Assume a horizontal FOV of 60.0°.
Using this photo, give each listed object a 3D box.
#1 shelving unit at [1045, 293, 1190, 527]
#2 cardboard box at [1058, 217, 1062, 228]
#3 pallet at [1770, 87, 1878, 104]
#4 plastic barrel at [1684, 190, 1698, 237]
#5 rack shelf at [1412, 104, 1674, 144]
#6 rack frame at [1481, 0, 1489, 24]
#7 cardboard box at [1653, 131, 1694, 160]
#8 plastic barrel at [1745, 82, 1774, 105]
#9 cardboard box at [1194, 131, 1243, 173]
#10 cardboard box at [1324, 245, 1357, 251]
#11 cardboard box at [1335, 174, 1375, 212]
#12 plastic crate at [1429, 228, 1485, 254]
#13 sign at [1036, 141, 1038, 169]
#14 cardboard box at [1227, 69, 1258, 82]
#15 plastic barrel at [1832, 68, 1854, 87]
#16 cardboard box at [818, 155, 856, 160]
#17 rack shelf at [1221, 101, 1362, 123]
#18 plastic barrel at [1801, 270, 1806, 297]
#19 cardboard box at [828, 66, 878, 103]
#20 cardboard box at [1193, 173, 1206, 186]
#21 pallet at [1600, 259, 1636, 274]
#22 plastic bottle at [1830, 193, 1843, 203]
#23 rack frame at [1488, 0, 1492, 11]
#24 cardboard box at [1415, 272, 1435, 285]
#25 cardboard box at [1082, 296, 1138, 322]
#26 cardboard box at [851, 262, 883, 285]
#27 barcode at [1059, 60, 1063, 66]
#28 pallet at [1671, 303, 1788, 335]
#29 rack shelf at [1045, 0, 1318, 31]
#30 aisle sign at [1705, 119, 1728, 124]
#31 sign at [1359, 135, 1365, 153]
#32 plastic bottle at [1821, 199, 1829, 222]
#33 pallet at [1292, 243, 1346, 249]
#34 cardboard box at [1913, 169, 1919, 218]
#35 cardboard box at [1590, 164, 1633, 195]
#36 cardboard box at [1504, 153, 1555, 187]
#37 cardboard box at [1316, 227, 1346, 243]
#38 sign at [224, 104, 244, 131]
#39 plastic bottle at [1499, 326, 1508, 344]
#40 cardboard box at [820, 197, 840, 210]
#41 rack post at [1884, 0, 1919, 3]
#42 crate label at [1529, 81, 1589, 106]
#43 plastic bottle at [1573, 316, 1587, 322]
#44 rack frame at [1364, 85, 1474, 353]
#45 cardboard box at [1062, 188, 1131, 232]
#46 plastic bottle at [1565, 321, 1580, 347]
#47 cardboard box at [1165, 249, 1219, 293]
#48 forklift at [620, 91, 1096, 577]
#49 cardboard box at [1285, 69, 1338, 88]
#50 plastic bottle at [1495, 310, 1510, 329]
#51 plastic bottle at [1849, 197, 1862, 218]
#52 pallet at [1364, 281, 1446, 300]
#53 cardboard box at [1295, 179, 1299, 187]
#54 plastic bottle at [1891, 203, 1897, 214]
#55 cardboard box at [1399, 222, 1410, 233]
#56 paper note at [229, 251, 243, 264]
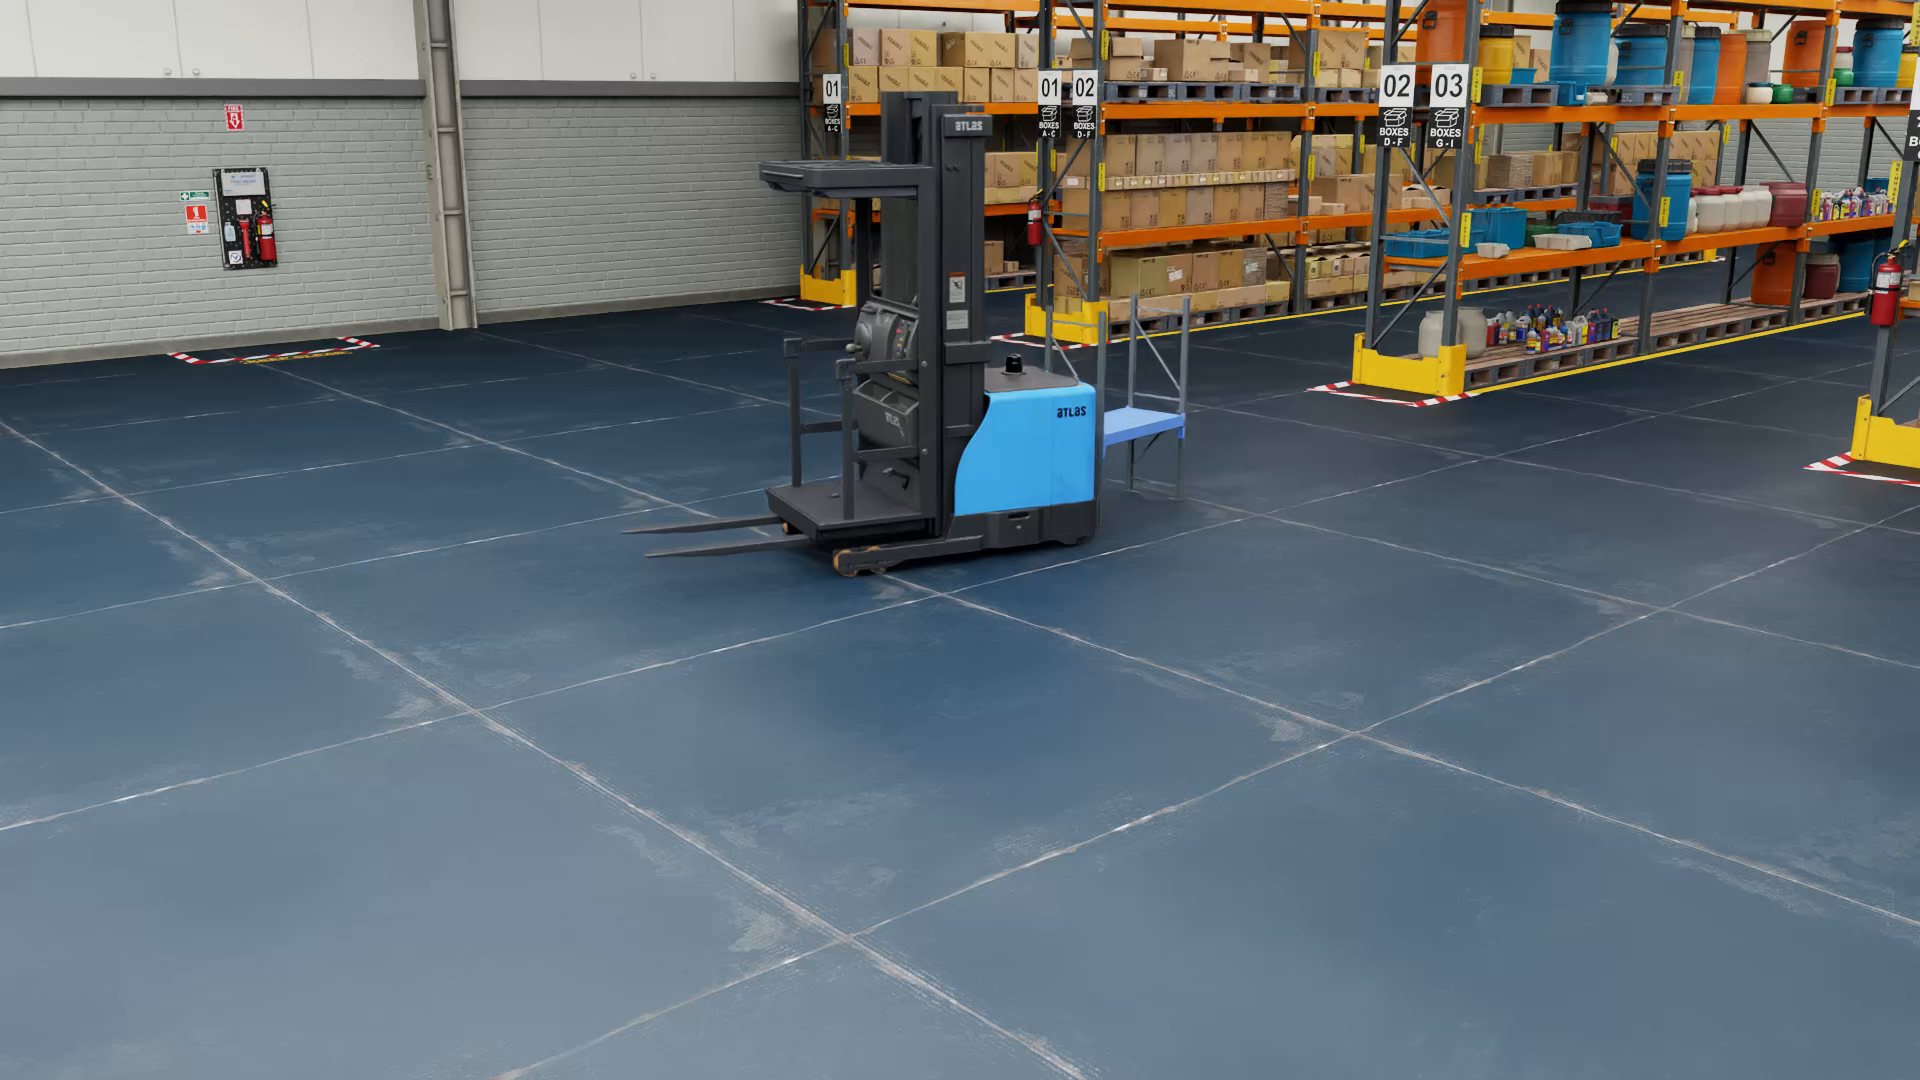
[{"bbox_3d":[1.124,-0.957,11.925,0.538,1.500,1.048,13,20,39],"label":"shelving unit"},{"bbox_3d":[1.961,-5.175,27.349,0.500,0.250,0.500,-13,20,-41],"label":"cardboard box"},{"bbox_3d":[11.249,-5.822,21.787,1.213,0.211,1.003,-13,19,-39],"label":"pallet"},{"bbox_3d":[8.456,-3.861,19.628,0.433,0.535,0.433,0,15,0],"label":"plastic barrel"},{"bbox_3d":[6.081,-4.439,17.636,4.000,0.370,1.077,-13,19,-39],"label":"rack shelf"},{"bbox_3d":[7.359,-8.217,24.574,0.127,3.000,1.000,-13,19,-39],"label":"rack frame"},{"bbox_3d":[12.470,-6.902,29.144,0.500,0.500,0.500,-12,19,-38],"label":"cardboard box"},{"bbox_3d":[9.802,-5.475,20.390,0.301,0.262,0.301,0,15,0],"label":"plastic barrel"},{"bbox_3d":[3.252,-5.069,21.707,0.500,0.500,0.700,-13,20,-39],"label":"cardboard box"},{"bbox_3d":[5.607,-4.169,24.471,0.500,0.311,0.500,-13,20,-40],"label":"cardboard box"},{"bbox_3d":[5.707,-4.990,23.926,0.500,0.500,0.500,-13,19,-39],"label":"cardboard box"},{"bbox_3d":[5.247,-3.178,17.625,0.408,0.251,0.499,-13,19,-39],"label":"plastic crate"},{"bbox_3d":[0.978,-4.745,20.499,0.005,0.325,0.100,-13,19,-39],"label":"sign"},{"bbox_3d":[3.611,-5.982,21.420,0.250,0.149,0.380,-13,19,-39],"label":"cardboard box"},{"bbox_3d":[11.558,-6.065,21.819,0.294,0.245,0.294,0,15,0],"label":"plastic barrel"},{"bbox_3d":[-1.715,-5.348,24.257,0.500,0.500,0.500,-13,20,-40],"label":"cardboard box"},{"bbox_3d":[5.613,-7.723,29.931,4.000,0.370,1.077,-13,19,-39],"label":"rack shelf"},{"bbox_3d":[11.333,-3.554,22.749,0.421,0.512,0.421,0,15,0],"label":"plastic barrel"},{"bbox_3d":[-1.514,-6.442,23.510,0.500,0.500,0.500,-12,19,-38],"label":"cardboard box"},{"bbox_3d":[2.921,-4.610,21.244,0.250,0.149,0.380,-12,19,-39],"label":"cardboard box"},{"bbox_3d":[10.895,-4.765,28.680,1.213,0.211,1.003,-13,19,-39],"label":"pallet"},{"bbox_3d":[12.427,-4.780,23.575,0.135,0.276,0.152,-13,19,-39],"label":"plastic bottle"},{"bbox_3d":[10.139,-10.536,33.256,0.127,3.000,1.000,-13,19,-39],"label":"rack frame"},{"bbox_3d":[6.736,-3.968,24.808,0.500,0.250,0.500,-13,20,-40],"label":"cardboard box"},{"bbox_3d":[1.874,-2.885,20.753,0.500,0.250,0.500,-13,19,-39],"label":"cardboard box"},{"bbox_3d":[-1.350,-3.940,24.546,0.500,0.311,0.500,13,20,41],"label":"cardboard box"},{"bbox_3d":[1.235,-5.838,20.356,0.075,0.075,0.001,-13,19,-39],"label":"barcode"},{"bbox_3d":[9.998,-2.883,21.633,1.213,0.211,1.003,-13,19,-39],"label":"pallet"},{"bbox_3d":[2.833,-6.660,20.913,4.000,0.370,1.077,-13,19,-39],"label":"rack shelf"},{"bbox_3d":[13.647,-7.882,29.907,0.004,0.787,0.394,-13,19,-39],"label":"aisle sign"},{"bbox_3d":[7.485,-7.377,30.965,0.005,0.325,0.100,-13,19,-39],"label":"sign"},{"bbox_3d":[11.424,-4.354,21.965,0.133,0.283,0.061,-13,19,-39],"label":"plastic bottle"},{"bbox_3d":[6.589,-5.467,31.309,1.213,0.211,1.003,-13,19,-39],"label":"pallet"},{"bbox_3d":[8.077,-2.850,13.401,0.500,0.500,0.500,-13,19,-39],"label":"cardboard box"},{"bbox_3d":[10.940,-6.078,27.997,0.500,0.500,0.500,-12,19,-38],"label":"cardboard box"},{"bbox_3d":[9.084,-5.936,26.653,0.700,0.500,0.500,10,18,33],"label":"cardboard box"},{"bbox_3d":[6.717,-5.989,31.210,0.750,0.750,0.750,-12,19,-39],"label":"cardboard box"},{"bbox_3d":[-8.458,-4.924,19.381,0.199,0.298,0.001,-13,19,-39],"label":"sign"},{"bbox_3d":[6.079,-2.295,18.600,0.097,0.201,0.097,0,15,0],"label":"plastic bottle"},{"bbox_3d":[-1.705,-4.981,24.337,0.500,0.250,0.500,-12,19,-39],"label":"cardboard box"},{"bbox_3d":[12.182,-7.320,22.187,0.954,0.300,0.937,-10,18,-33],"label":"rack post"},{"bbox_3d":[6.202,-4.628,17.241,0.408,0.251,0.502,-13,19,-39],"label":"crate label"},{"bbox_3d":[7.033,-2.399,18.846,0.135,0.276,0.152,-13,19,-39],"label":"plastic bottle"},{"bbox_3d":[4.573,-2.998,16.662,0.127,3.000,1.000,-13,19,-39],"label":"rack frame"},{"bbox_3d":[1.684,-4.088,20.549,0.500,0.500,0.700,-13,19,-39],"label":"cardboard box"},{"bbox_3d":[6.780,-2.293,18.449,0.135,0.276,0.152,-12,19,-38],"label":"plastic bottle"},{"bbox_3d":[3.008,-3.501,21.606,0.500,0.500,0.500,-13,19,-39],"label":"cardboard box"},{"bbox_3d":[-0.654,-1.342,10.596,3.031,2.935,1.130,-7,16,-24],"label":"forklift"},{"bbox_3d":[4.813,-6.323,22.774,0.500,0.250,0.500,-10,18,-34],"label":"cardboard box"},{"bbox_3d":[6.105,-2.417,18.767,0.185,0.351,0.144,-12,19,-37],"label":"plastic bottle"},{"bbox_3d":[12.193,-4.539,22.670,0.135,0.276,0.152,-13,19,-39],"label":"plastic bottle"},{"bbox_3d":[6.712,-3.839,25.215,1.213,0.211,1.003,-13,19,-39],"label":"pallet"},{"bbox_3d":[6.065,-6.529,30.329,0.250,0.149,0.380,-13,20,-41],"label":"cardboard box"},{"bbox_3d":[13.147,-4.788,23.458,0.185,0.351,0.144,-13,19,-39],"label":"plastic bottle"},{"bbox_3d":[8.523,-6.233,32.801,0.500,0.500,0.700,-12,19,-38],"label":"cardboard box"},{"bbox_3d":[-8.565,-3.344,19.664,0.142,0.148,0.016,-13,19,-39],"label":"paper note"}]
